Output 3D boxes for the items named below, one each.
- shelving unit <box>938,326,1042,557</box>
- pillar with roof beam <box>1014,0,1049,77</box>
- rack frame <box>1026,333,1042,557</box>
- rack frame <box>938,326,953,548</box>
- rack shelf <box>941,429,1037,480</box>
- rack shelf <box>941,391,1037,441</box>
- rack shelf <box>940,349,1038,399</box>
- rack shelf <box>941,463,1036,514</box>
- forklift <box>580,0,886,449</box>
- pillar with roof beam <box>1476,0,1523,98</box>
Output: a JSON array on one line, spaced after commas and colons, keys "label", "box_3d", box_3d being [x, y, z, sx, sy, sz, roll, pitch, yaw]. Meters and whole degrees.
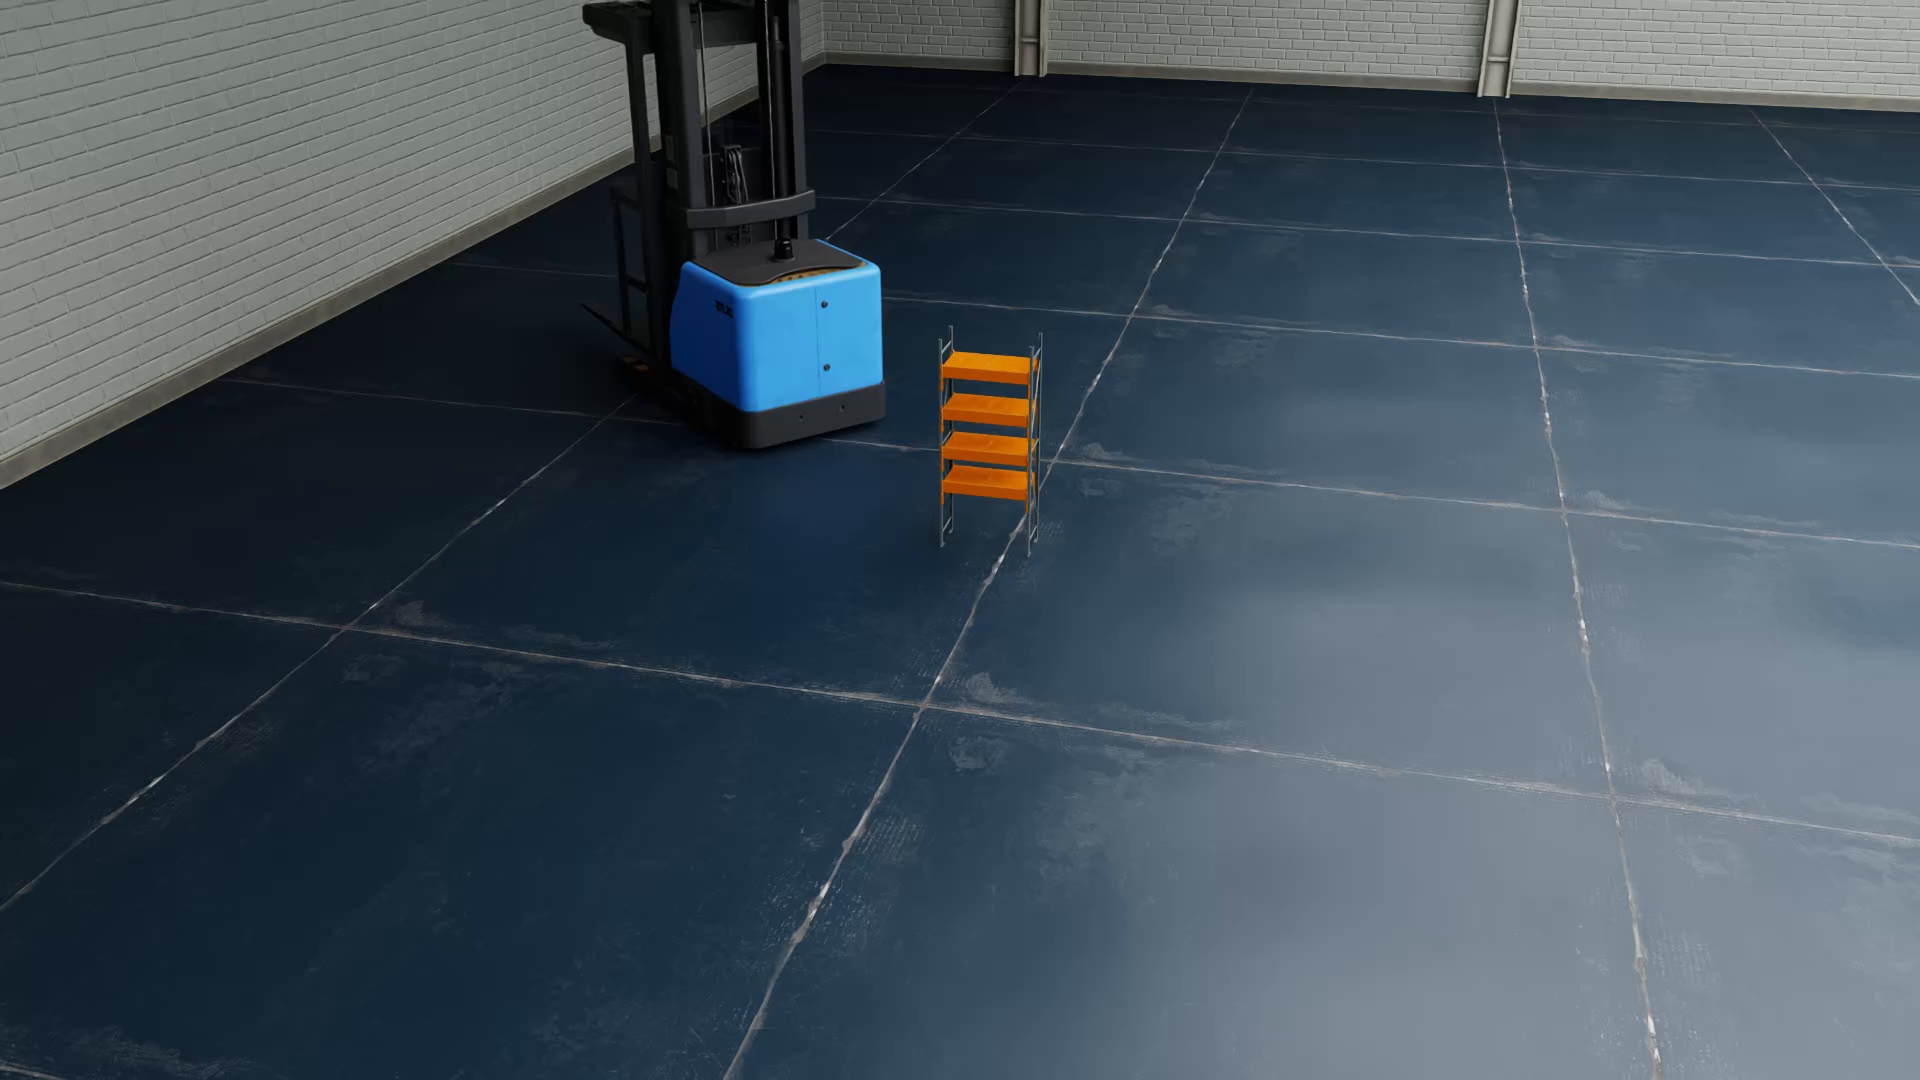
[{"label": "shelving unit", "box_3d": [0.160, -0.524, 8.955, 0.503, 1.200, 0.258, 6, 26, 13]}, {"label": "pillar with roof beam", "box_3d": [-0.114, -8.565, 16.772, 0.400, 9.000, 9.100, 6, 26, 13]}, {"label": "rack frame", "box_3d": [0.397, -0.498, 8.900, 0.015, 1.200, 0.240, 6, 26, 13]}, {"label": "rack frame", "box_3d": [-0.076, -0.550, 9.010, 0.015, 1.200, 0.240, 6, 26, 13]}, {"label": "rack shelf", "box_3d": [0.160, -0.463, 8.984, 0.480, 0.148, 0.258, 6, 26, 13]}, {"label": "rack shelf", "box_3d": [0.160, -0.665, 8.888, 0.480, 0.148, 0.258, 6, 26, 13]}, {"label": "rack shelf", "box_3d": [0.160, -0.879, 8.786, 0.480, 0.148, 0.258, 6, 26, 13]}, {"label": "rack shelf", "box_3d": [0.160, -0.284, 9.069, 0.480, 0.148, 0.258, 6, 26, 13]}, {"label": "forklift", "box_3d": [-1.729, -2.467, 11.021, 1.130, 2.935, 3.031, -16, 30, -31]}, {"label": "pillar with roof beam", "box_3d": [5.697, -7.923, 15.423, 0.400, 9.000, 9.100, 6, 26, 13]}]
